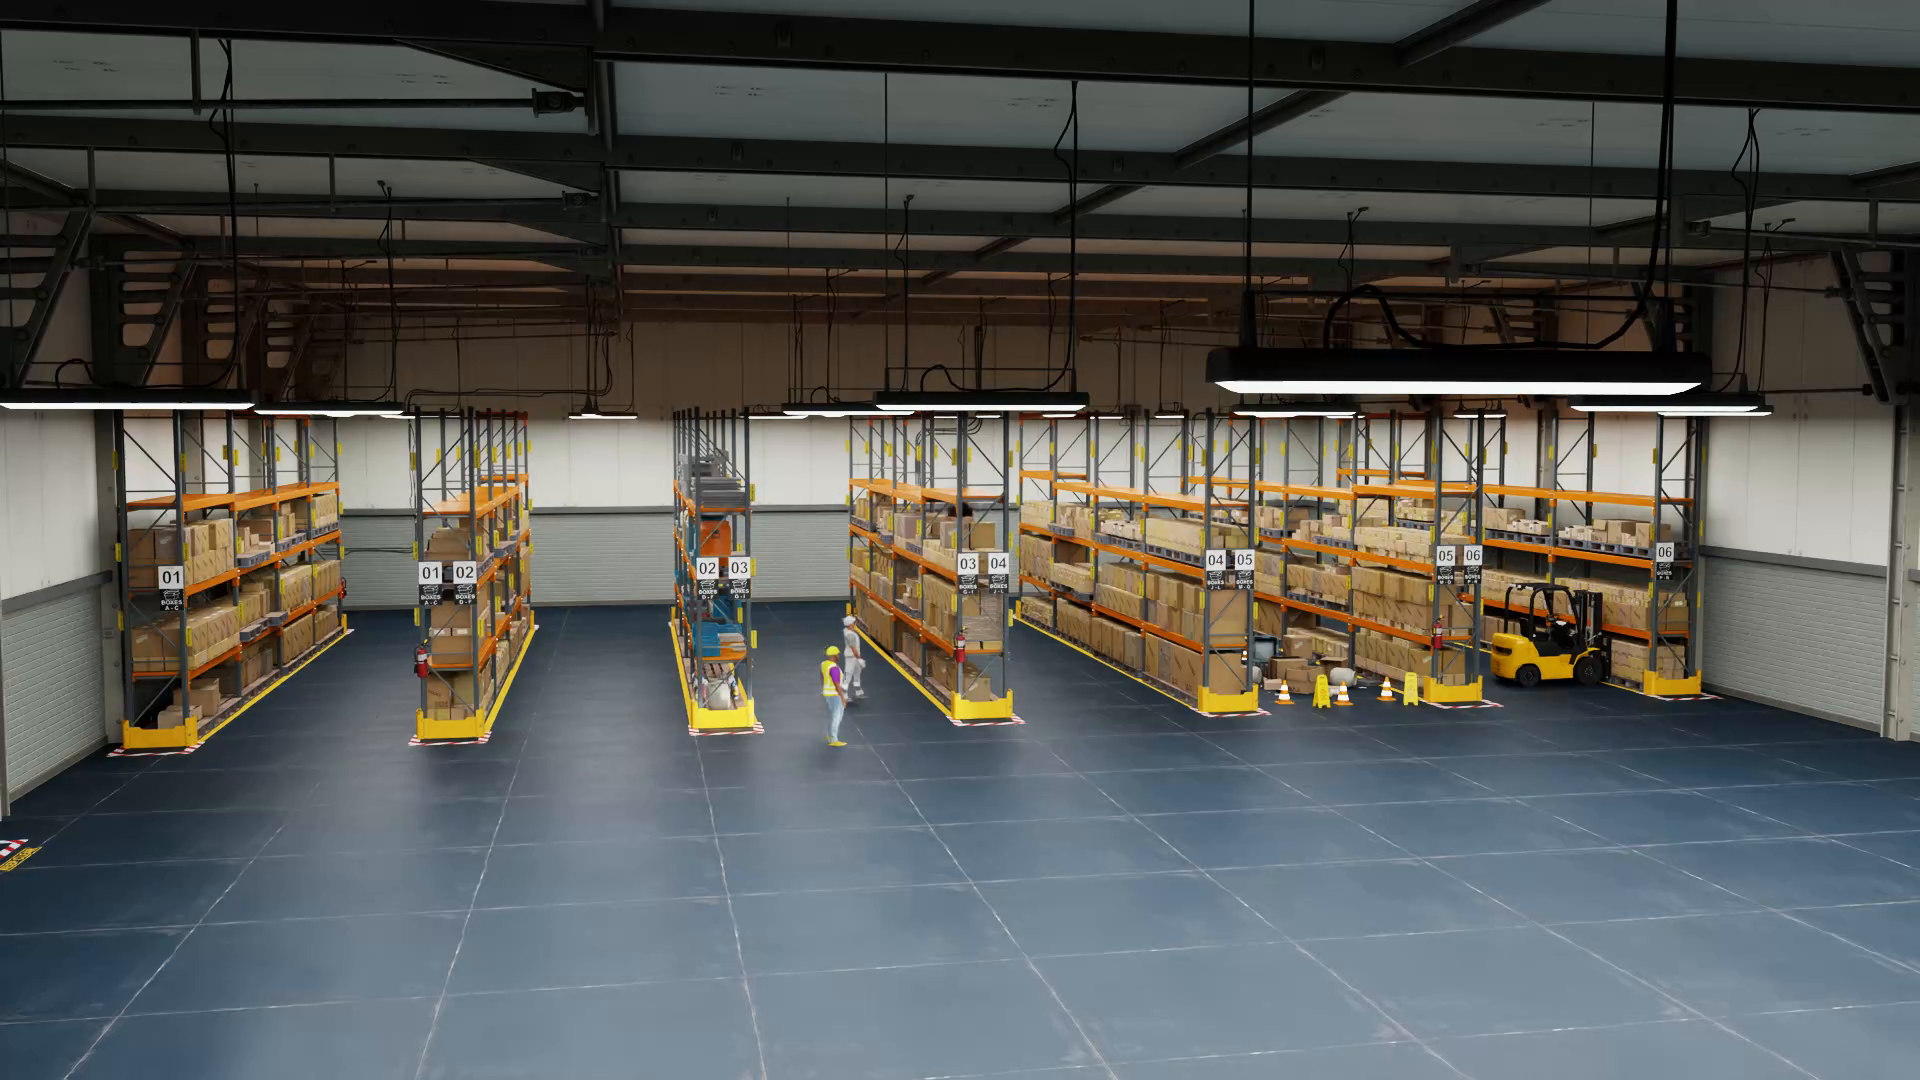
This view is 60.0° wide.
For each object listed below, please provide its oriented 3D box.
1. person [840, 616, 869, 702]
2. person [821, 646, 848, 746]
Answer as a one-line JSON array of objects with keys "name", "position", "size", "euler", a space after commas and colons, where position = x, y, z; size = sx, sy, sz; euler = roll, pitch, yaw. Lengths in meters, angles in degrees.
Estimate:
[{"name": "person", "position": [-2.165, 2.427, 34.085], "size": [0.566, 1.789, 0.703], "euler": [0, 4, 2]}, {"name": "person", "position": [-2.224, 2.774, 29.435], "size": [0.447, 1.806, 0.626], "euler": [-1, 4, -10]}]
